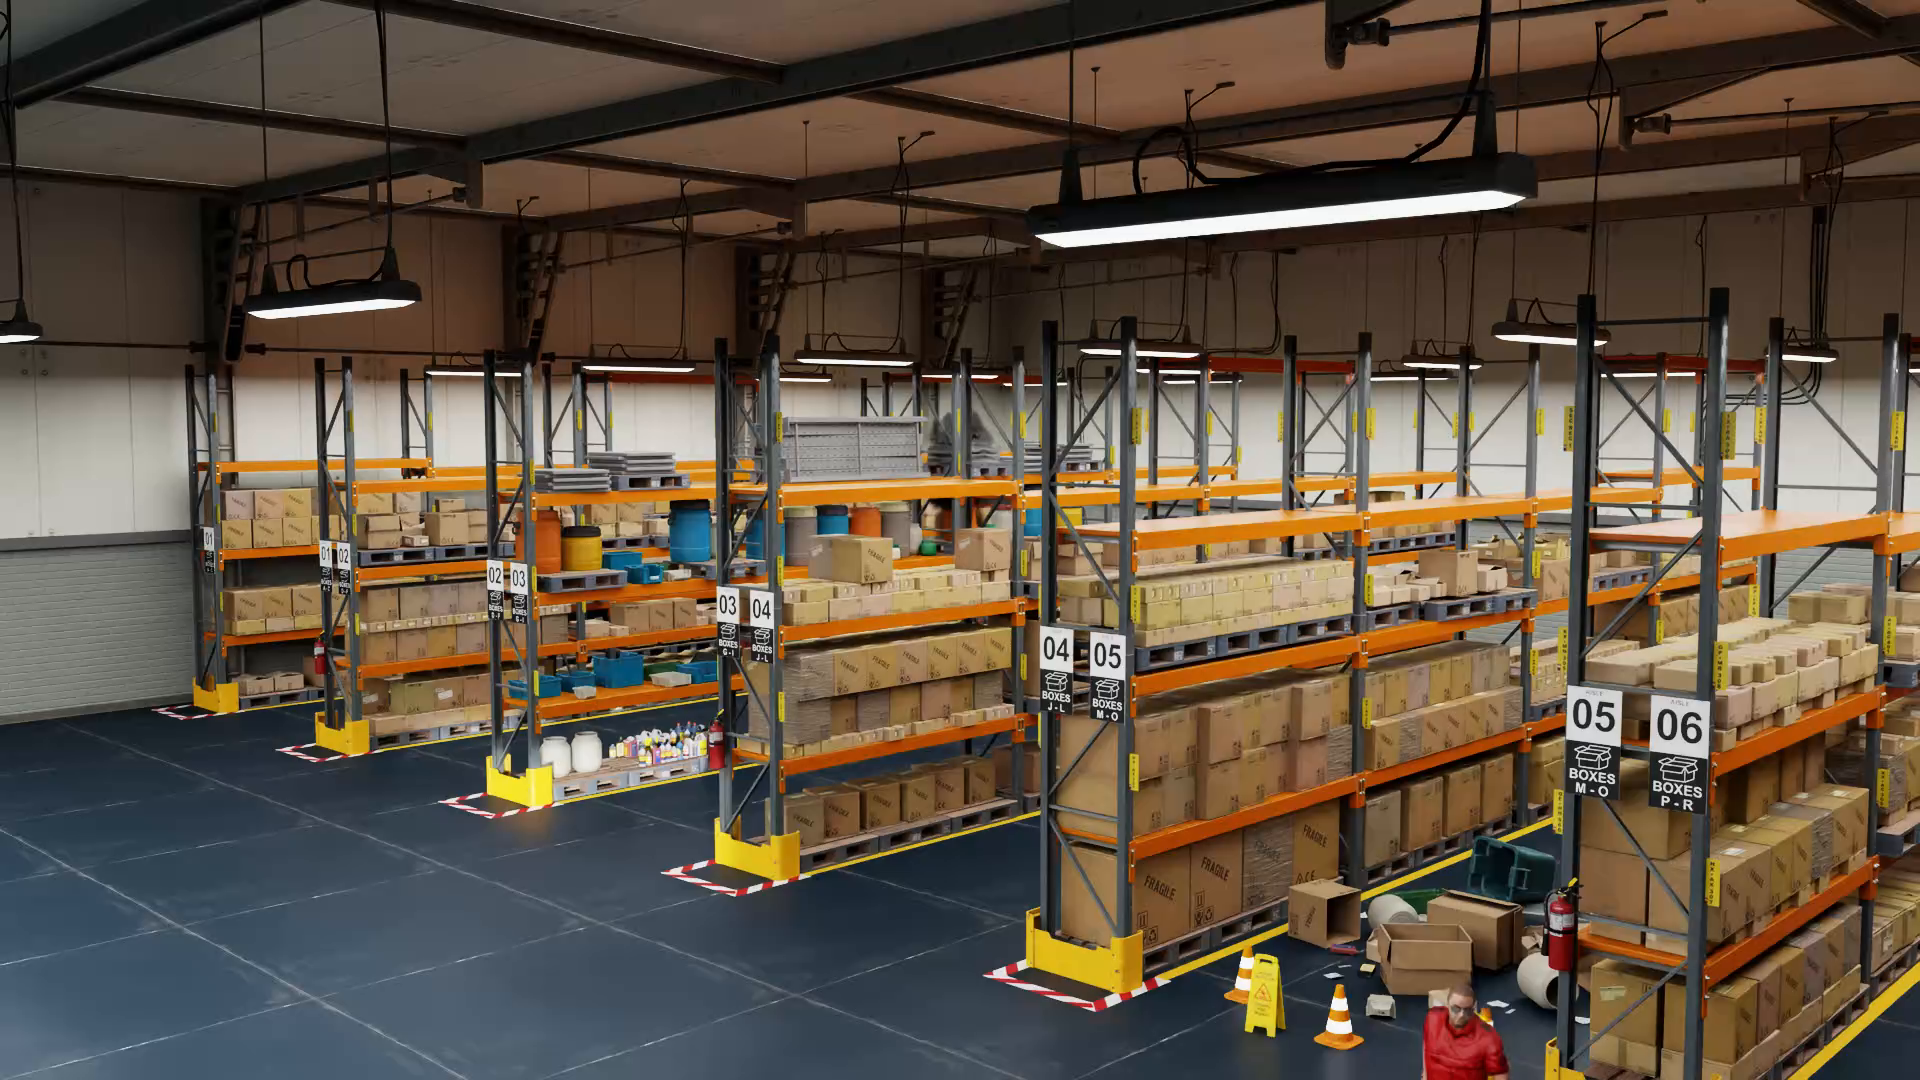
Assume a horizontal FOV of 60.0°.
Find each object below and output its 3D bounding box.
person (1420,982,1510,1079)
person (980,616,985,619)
[{"bbox_3d":[3.096,3.537,10.349,0.668,1.685,0.670,3,5,35],"label":"person"},{"bbox_3d":[0.788,1.197,40.703,0.772,1.737,0.850,-1,5,-16],"label":"person"}]
